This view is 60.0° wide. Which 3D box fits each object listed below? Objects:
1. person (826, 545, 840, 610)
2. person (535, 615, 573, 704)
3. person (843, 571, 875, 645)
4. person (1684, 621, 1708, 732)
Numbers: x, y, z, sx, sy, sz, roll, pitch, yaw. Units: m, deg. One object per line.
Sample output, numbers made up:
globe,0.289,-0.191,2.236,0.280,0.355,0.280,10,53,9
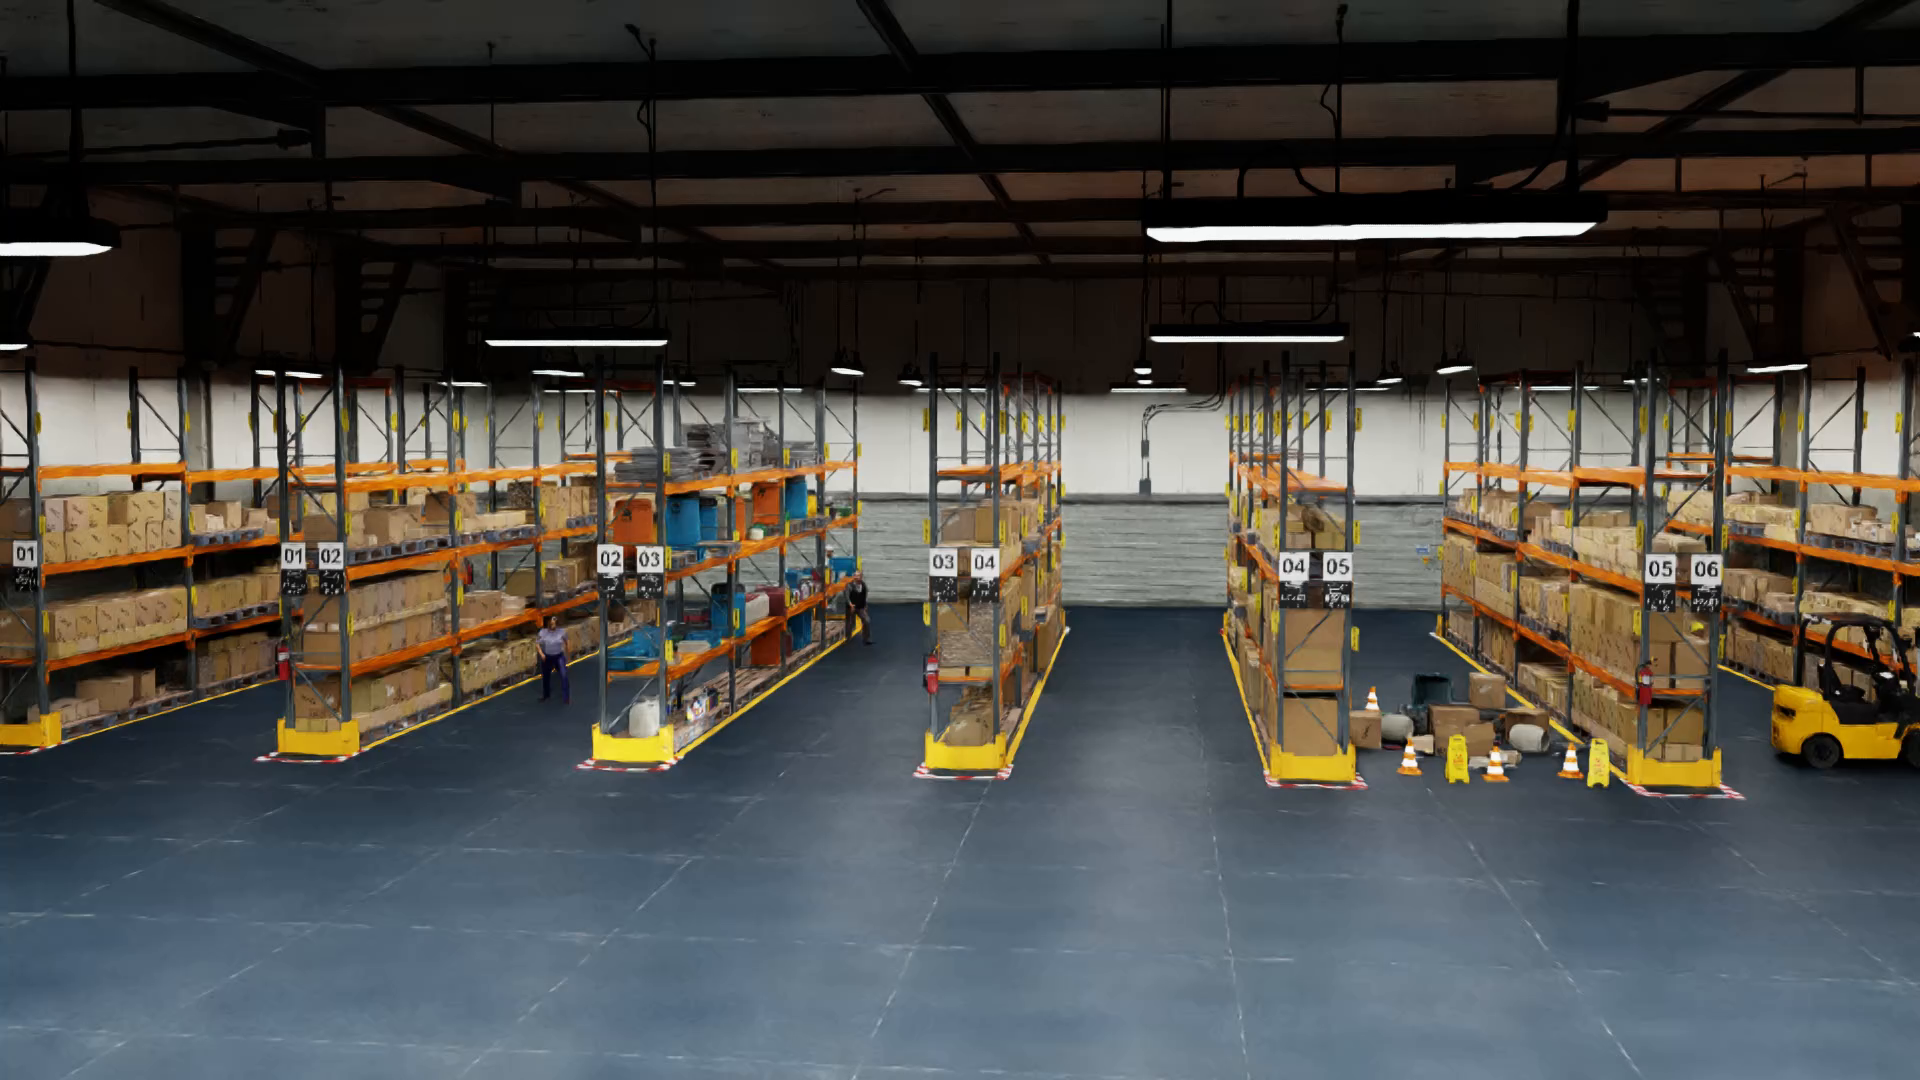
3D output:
person,-3.445,1.000,44.374,0.730,1.743,0.686,1,4,11
person,-7.223,2.122,29.651,0.656,1.556,0.818,-1,4,-10
person,-2.326,1.520,37.321,0.651,1.673,0.741,-2,4,-22
person,11.984,2.193,26.996,0.452,1.768,0.632,-2,4,-25
